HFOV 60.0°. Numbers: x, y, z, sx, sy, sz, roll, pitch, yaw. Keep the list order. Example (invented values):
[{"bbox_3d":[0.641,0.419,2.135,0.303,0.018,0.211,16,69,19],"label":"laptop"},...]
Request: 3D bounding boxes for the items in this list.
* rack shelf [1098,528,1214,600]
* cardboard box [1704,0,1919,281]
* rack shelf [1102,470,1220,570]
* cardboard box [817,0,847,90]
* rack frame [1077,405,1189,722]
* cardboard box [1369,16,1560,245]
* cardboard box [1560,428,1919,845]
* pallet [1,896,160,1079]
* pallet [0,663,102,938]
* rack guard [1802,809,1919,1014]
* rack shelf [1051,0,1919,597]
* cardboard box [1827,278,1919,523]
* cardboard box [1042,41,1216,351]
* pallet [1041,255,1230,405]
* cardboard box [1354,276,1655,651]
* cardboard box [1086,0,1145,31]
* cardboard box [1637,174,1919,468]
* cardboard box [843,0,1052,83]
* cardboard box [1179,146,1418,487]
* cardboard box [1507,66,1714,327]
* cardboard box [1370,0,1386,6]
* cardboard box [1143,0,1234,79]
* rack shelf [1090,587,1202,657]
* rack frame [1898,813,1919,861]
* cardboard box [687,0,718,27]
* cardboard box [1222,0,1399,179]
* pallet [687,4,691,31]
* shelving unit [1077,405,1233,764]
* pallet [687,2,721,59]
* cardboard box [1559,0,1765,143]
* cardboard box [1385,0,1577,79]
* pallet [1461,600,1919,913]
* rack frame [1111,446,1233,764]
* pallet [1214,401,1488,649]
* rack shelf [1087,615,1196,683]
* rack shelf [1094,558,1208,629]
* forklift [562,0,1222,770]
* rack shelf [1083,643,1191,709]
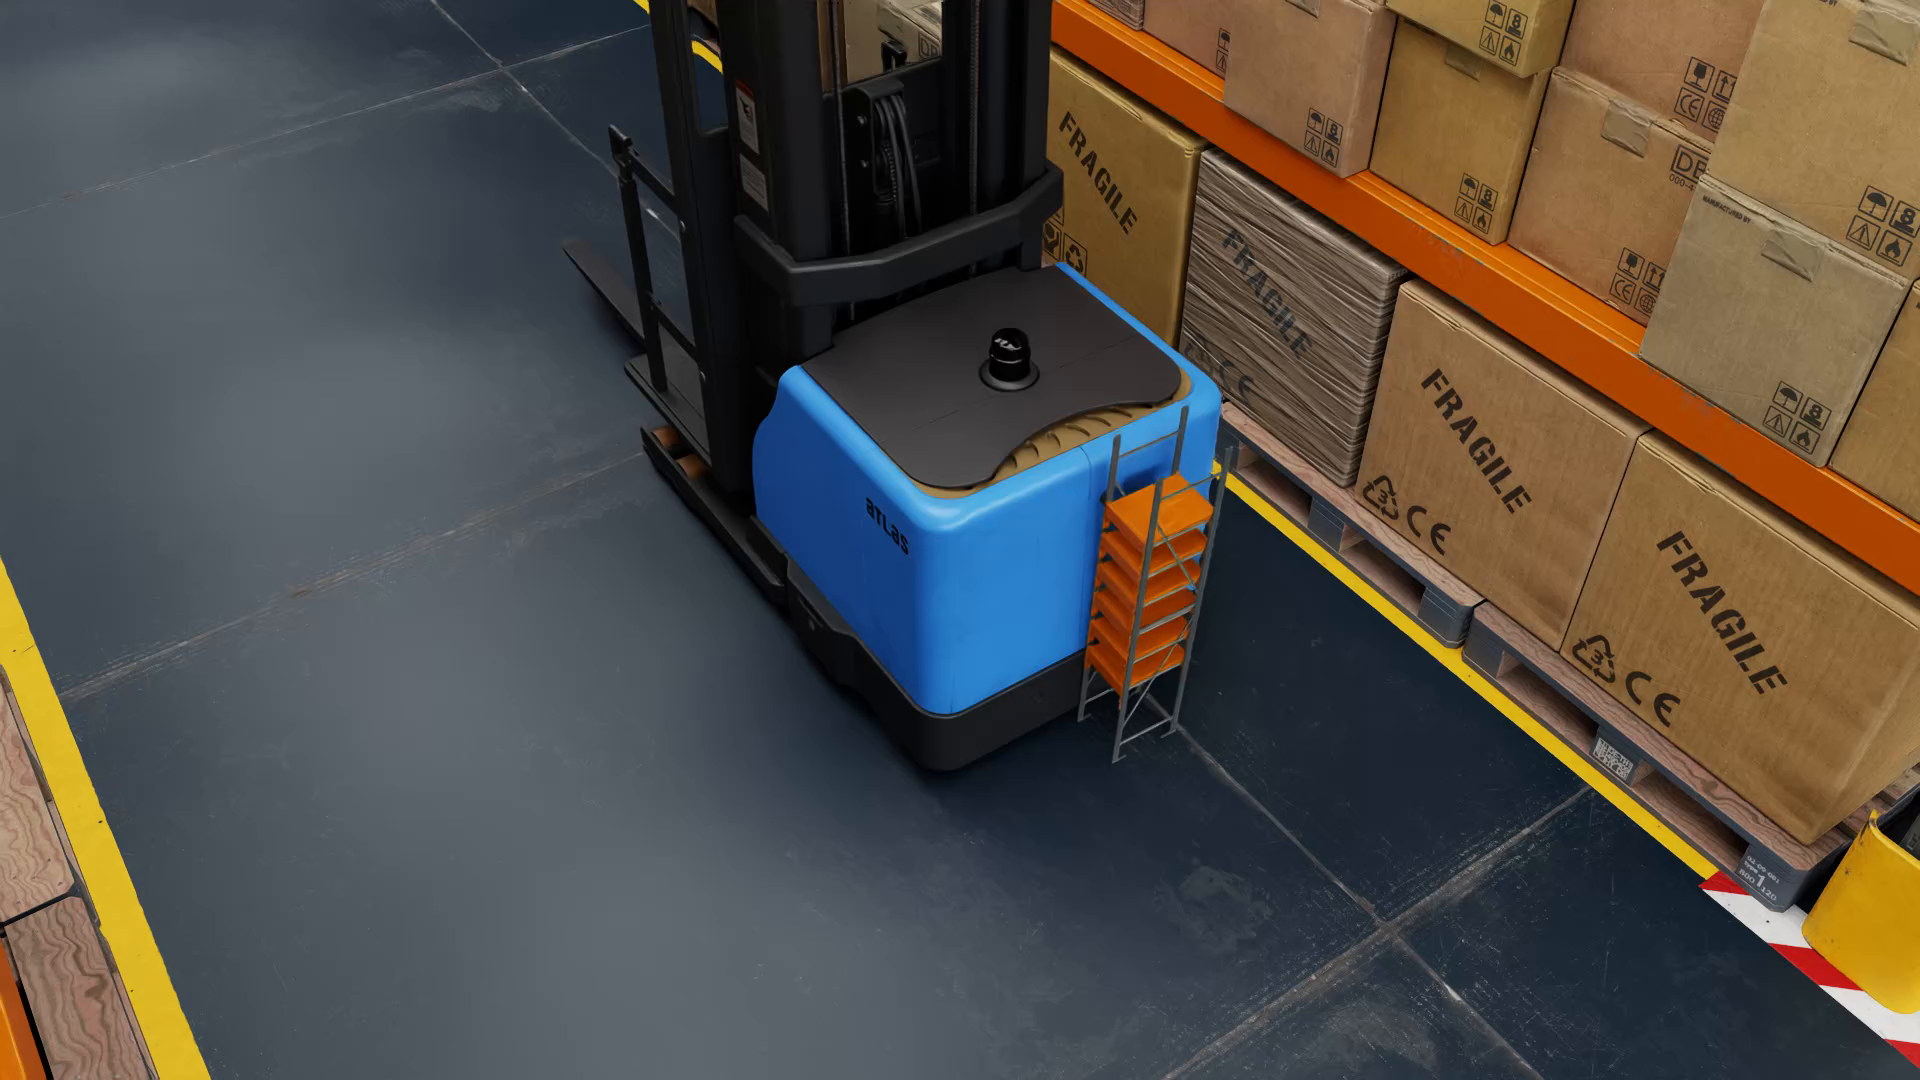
[{"bbox_3d":[0.536,0.027,4.564,0.258,0.103,0.180,-23,52,-23],"label":"rack shelf"},{"bbox_3d":[2.300,-1.092,3.831,0.875,0.550,0.550,-26,49,-24],"label":"cardboard box"},{"bbox_3d":[0.540,-0.056,4.477,0.258,0.103,0.180,-23,52,-23],"label":"rack shelf"},{"bbox_3d":[-0.395,-2.614,7.641,1.050,0.750,0.750,-26,49,-24],"label":"cardboard box"},{"bbox_3d":[0.482,0.105,4.758,0.240,1.200,0.006,-23,52,-23],"label":"rack frame"},{"bbox_3d":[1.734,-1.346,4.879,0.875,0.550,0.500,-26,49,-24],"label":"cardboard box"},{"bbox_3d":[2.428,0.112,4.695,0.875,0.875,0.875,-25,49,-24],"label":"cardboard box"},{"bbox_3d":[-2.428,1.557,3.966,1.003,0.211,1.213,-26,49,-24],"label":"pallet"},{"bbox_3d":[-3.130,0.865,4.691,1.003,0.211,1.213,-26,49,-24],"label":"pallet"},{"bbox_3d":[2.884,0.771,4.580,1.175,0.500,0.348,-26,49,-24],"label":"rack guard"},{"bbox_3d":[1.726,-1.019,5.166,1.077,0.370,4.000,-26,49,-24],"label":"rack shelf"},{"bbox_3d":[2.621,-0.393,3.881,0.875,0.550,0.550,-26,49,-24],"label":"cardboard box"},{"bbox_3d":[0.885,-1.411,6.291,0.875,0.875,0.875,-25,49,-24],"label":"cardboard box"},{"bbox_3d":[0.953,-0.942,6.583,1.003,0.211,1.213,-26,49,-24],"label":"pallet"},{"bbox_3d":[1.923,-0.385,5.216,0.875,0.875,0.875,-26,50,-25],"label":"cardboard box"},{"bbox_3d":[0.803,-2.262,5.838,0.875,0.550,0.550,-26,49,-24],"label":"cardboard box"},{"bbox_3d":[2.289,-0.696,4.198,0.875,0.550,0.550,-26,49,-24],"label":"cardboard box"},{"bbox_3d":[0.153,-2.066,7.067,1.050,0.750,0.750,-26,49,-25],"label":"cardboard box"},{"bbox_3d":[1.404,-0.902,5.757,0.875,0.875,0.875,-25,49,-24],"label":"cardboard box"},{"bbox_3d":[2.071,-1.062,4.582,0.875,0.550,0.550,-26,49,-24],"label":"cardboard box"},{"bbox_3d":[1.371,-2.008,4.791,0.875,0.550,0.550,-26,49,-24],"label":"cardboard box"},{"bbox_3d":[1.136,-1.959,5.521,0.875,0.550,0.550,-26,49,-24],"label":"cardboard box"},{"bbox_3d":[0.529,0.192,4.737,0.258,0.103,0.180,-23,52,-23],"label":"rack shelf"},{"bbox_3d":[2.871,-0.146,3.731,1.000,3.000,0.127,-26,49,-24],"label":"rack frame"},{"bbox_3d":[-0.929,-3.141,8.193,1.050,0.750,0.750,-25,49,-24],"label":"cardboard box"},{"bbox_3d":[1.349,-1.607,5.152,0.875,0.550,0.550,-26,49,-24],"label":"cardboard box"},{"bbox_3d":[-1.317,-3.192,8.941,1.003,0.211,1.213,-26,49,-24],"label":"pallet"},{"bbox_3d":[0.530,0.162,4.705,0.258,1.200,0.189,-23,52,-23],"label":"shelving unit"},{"bbox_3d":[-0.623,-2.502,8.218,1.003,0.211,1.213,-26,49,-24],"label":"pallet"},{"bbox_3d":[2.091,-1.462,4.219,0.875,0.550,0.550,-26,49,-24],"label":"cardboard box"},{"bbox_3d":[1.681,-1.711,4.480,0.875,0.550,0.500,-26,49,-24],"label":"cardboard box"},{"bbox_3d":[2.349,0.440,5.136,1.003,0.211,1.213,-26,49,-24],"label":"pallet"},{"bbox_3d":[0.579,0.219,4.653,0.240,1.200,0.006,-23,52,-23],"label":"rack frame"},{"bbox_3d":[1.655,-0.250,5.859,1.003,0.211,1.213,-26,49,-24],"label":"pallet"},{"bbox_3d":[0.525,0.275,4.824,0.258,0.103,0.180,-23,52,-23],"label":"rack shelf"},{"bbox_3d":[0.532,0.110,4.650,0.258,0.103,0.180,-23,52,-23],"label":"rack shelf"},{"bbox_3d":[-0.484,-1.366,5.058,1.130,2.935,3.031,-25,49,-24],"label":"forklift"},{"bbox_3d":[0.522,0.358,4.911,0.258,0.103,0.180,-23,52,-23],"label":"rack shelf"}]
